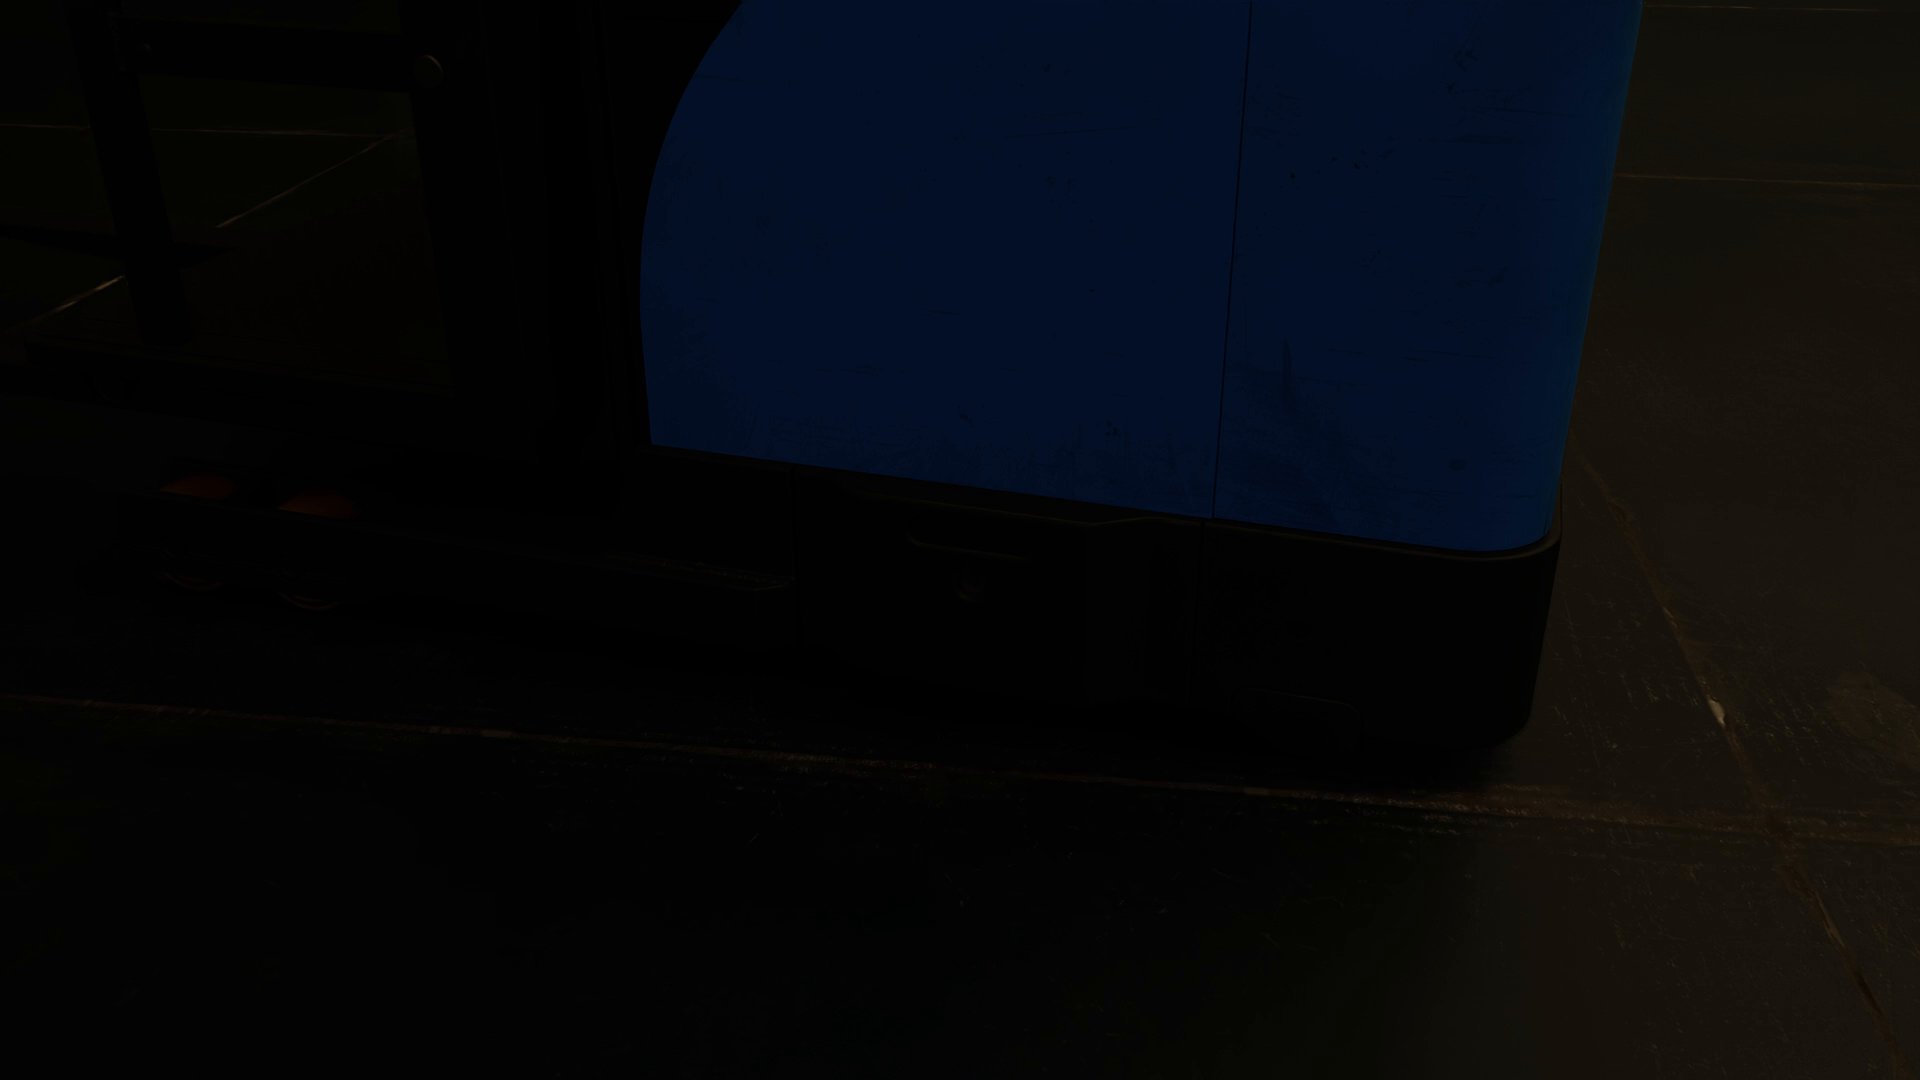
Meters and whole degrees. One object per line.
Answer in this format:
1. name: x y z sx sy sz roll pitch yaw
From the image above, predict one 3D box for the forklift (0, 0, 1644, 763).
1. forklift: -0.655 -1.428 2.079 3.031 2.935 1.130 8 28 16
